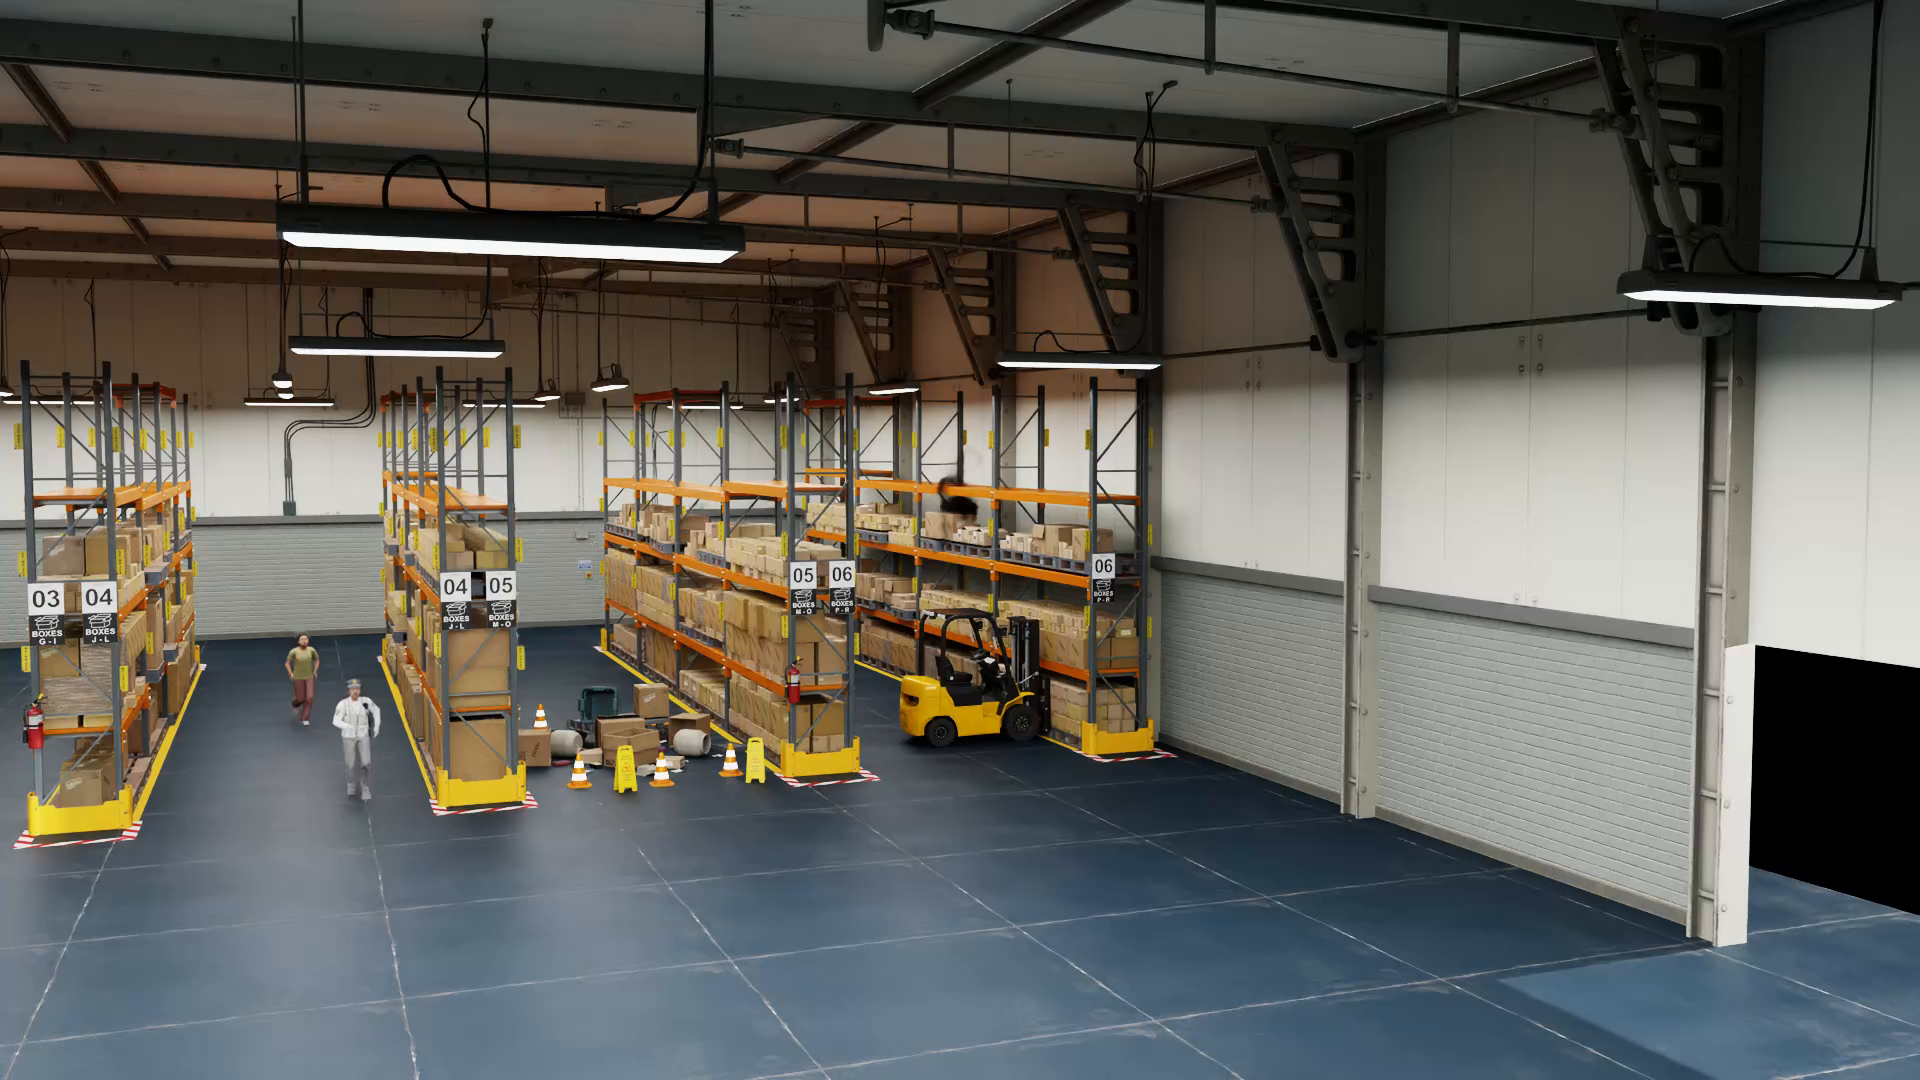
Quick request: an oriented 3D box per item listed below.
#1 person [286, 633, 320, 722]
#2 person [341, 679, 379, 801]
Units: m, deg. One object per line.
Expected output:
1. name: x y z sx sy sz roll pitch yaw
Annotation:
1. person: -11.576 2.405 29.304 0.569 1.560 0.555 -2 4 -32
2. person: -8.326 2.775 23.110 0.506 1.732 0.699 -2 4 -25
